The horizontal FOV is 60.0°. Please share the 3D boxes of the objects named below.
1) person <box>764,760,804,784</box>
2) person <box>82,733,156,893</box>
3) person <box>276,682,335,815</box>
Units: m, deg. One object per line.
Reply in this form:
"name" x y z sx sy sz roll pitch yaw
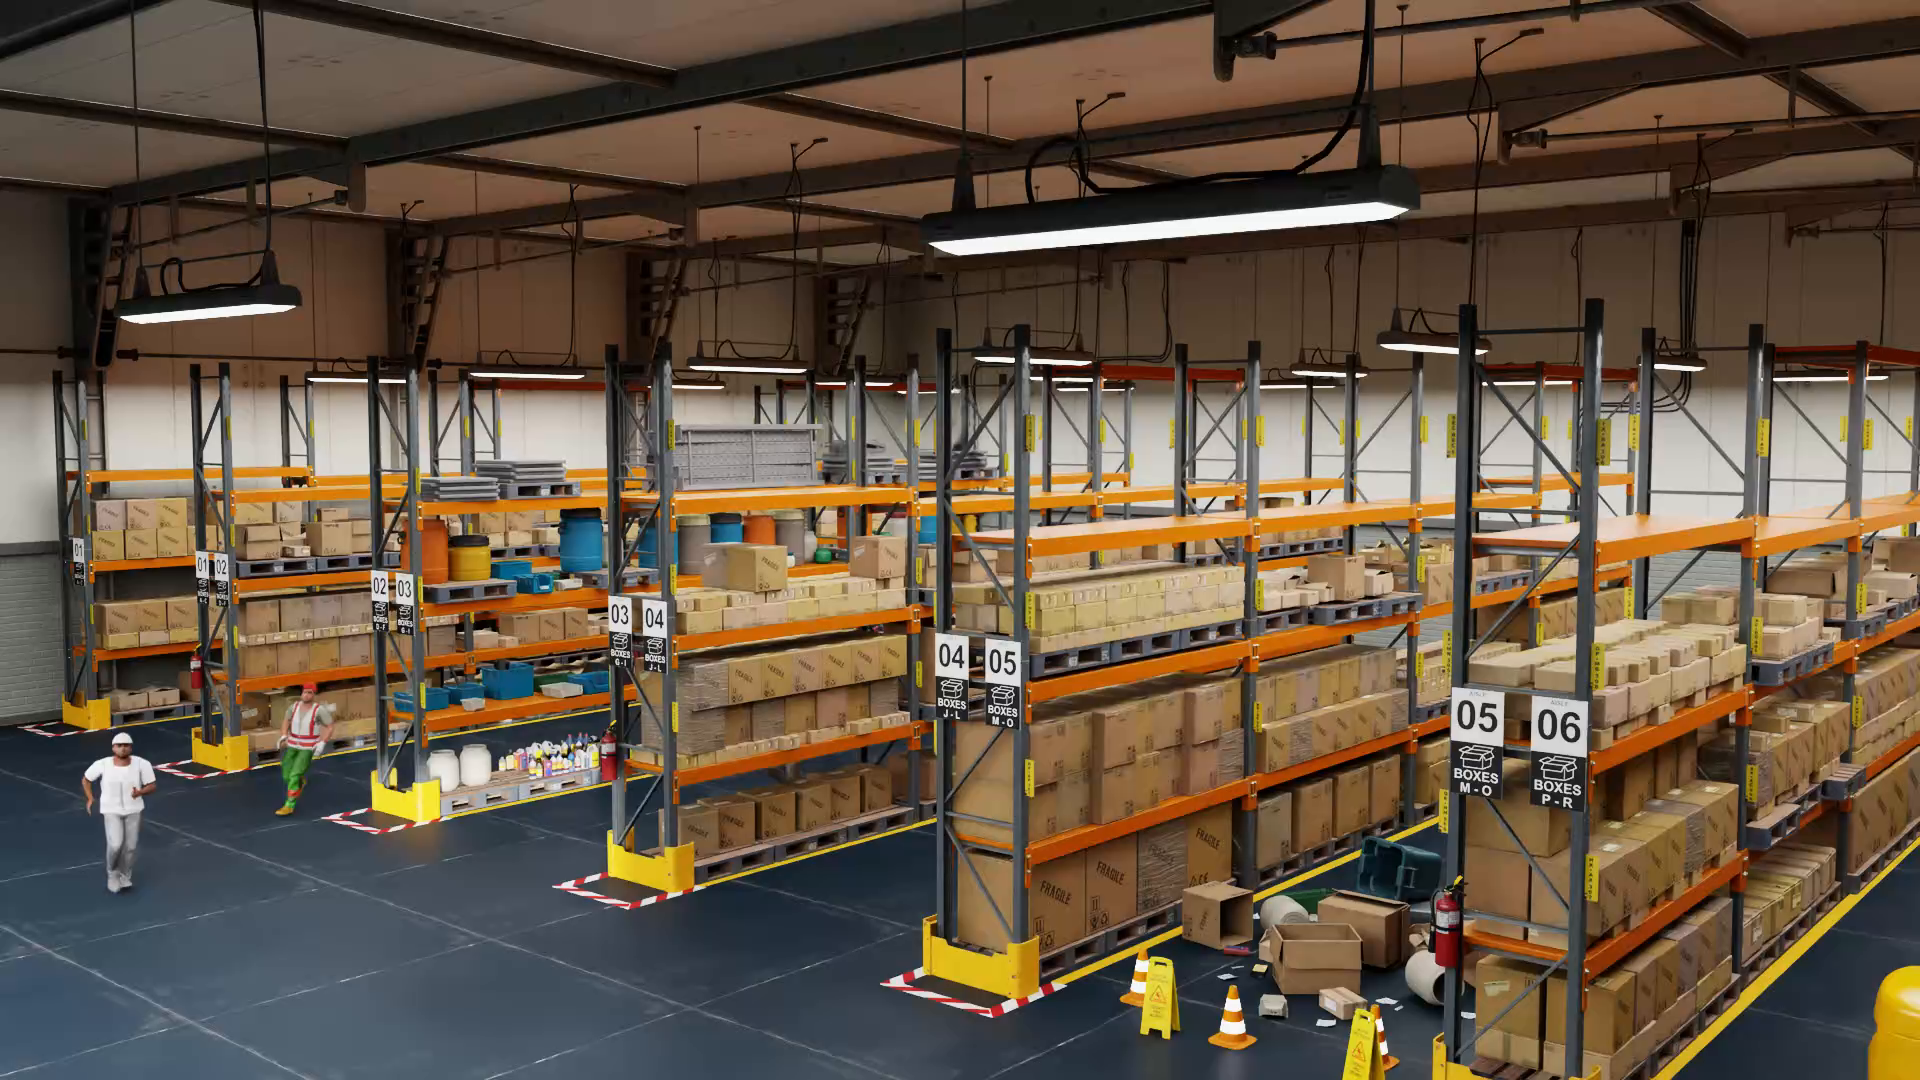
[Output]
"person" -2.341 2.709 22.203 0.638 1.688 0.741 3 5 33
"person" -9.143 2.971 18.146 0.692 1.741 0.660 -3 5 -34
"person" -8.622 2.726 21.906 0.694 1.714 0.686 0 4 5
